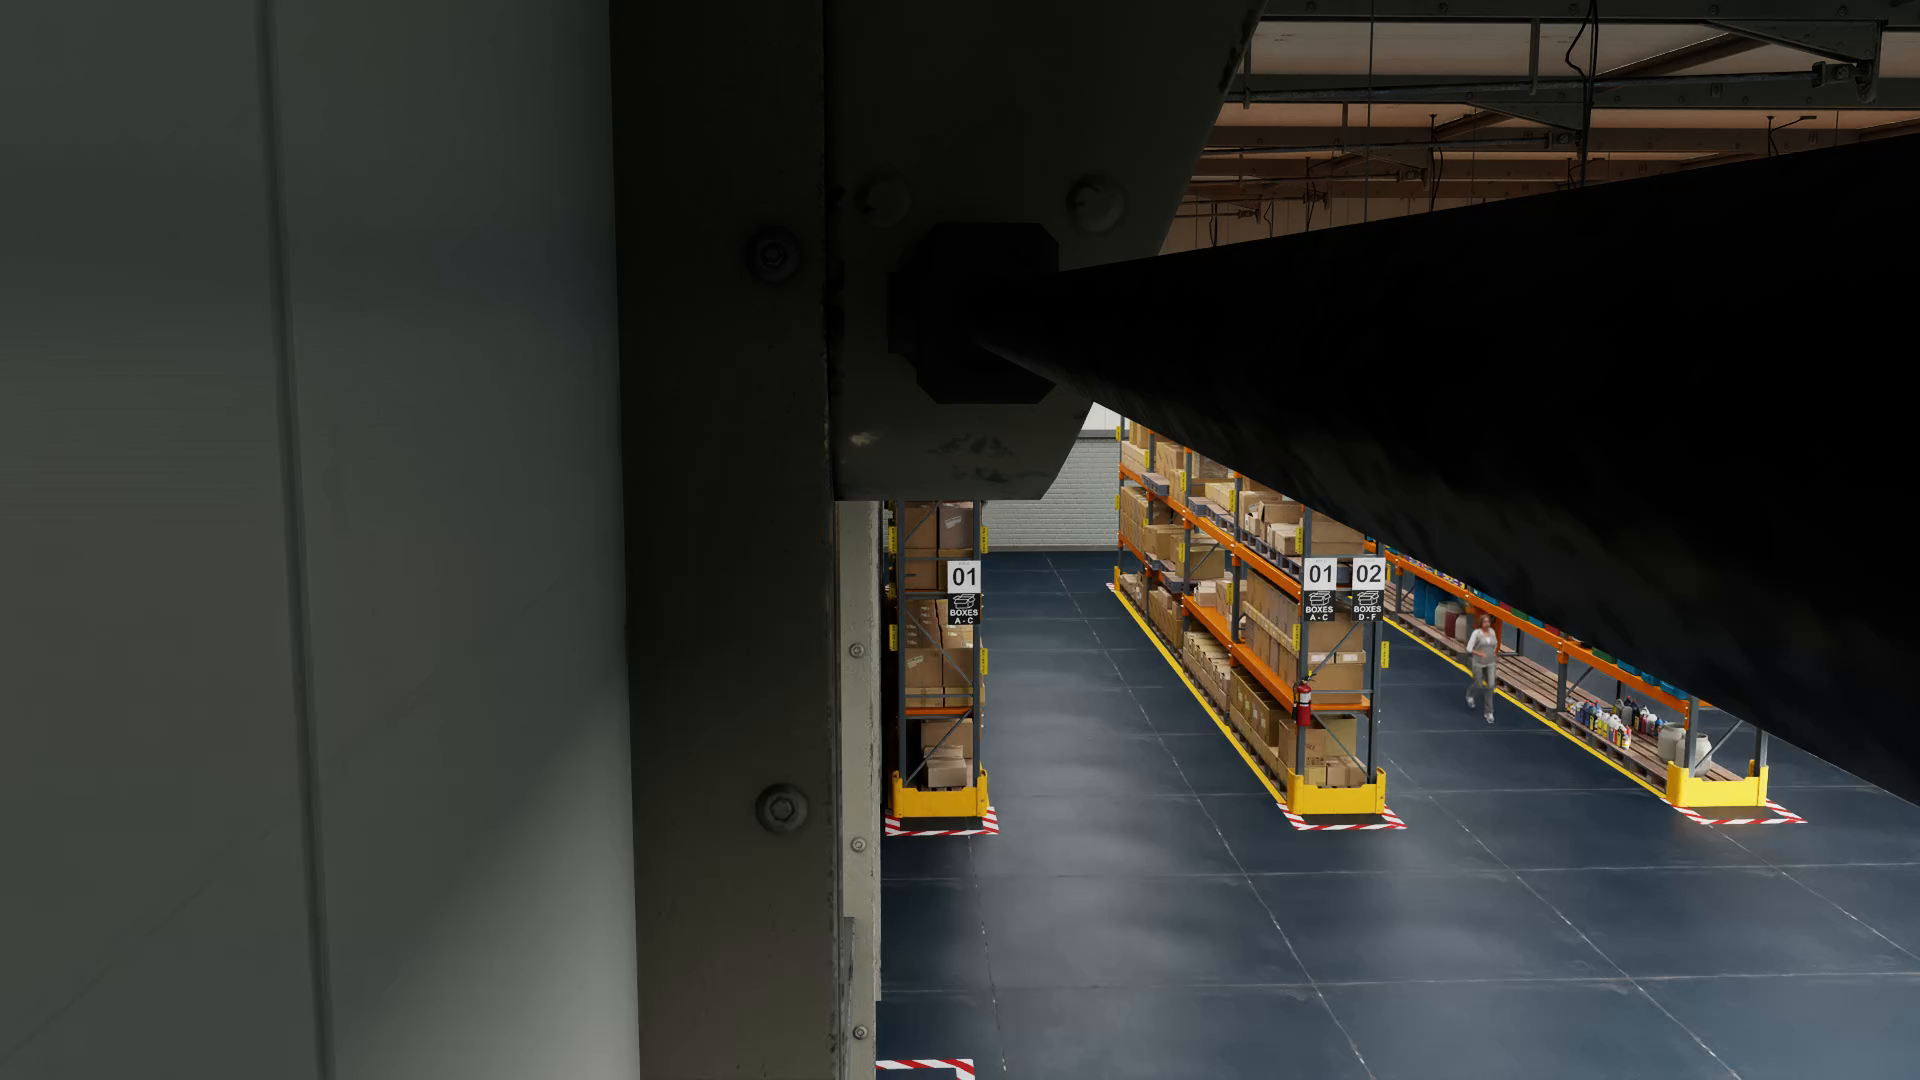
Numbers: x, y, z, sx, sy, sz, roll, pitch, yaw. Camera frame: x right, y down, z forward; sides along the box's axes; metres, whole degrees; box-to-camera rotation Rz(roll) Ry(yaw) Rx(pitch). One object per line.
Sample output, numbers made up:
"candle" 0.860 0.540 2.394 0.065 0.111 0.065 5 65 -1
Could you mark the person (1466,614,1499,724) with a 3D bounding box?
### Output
"person" 7.945 1.912 25.281 0.538 1.602 0.873 -1 8 -5
